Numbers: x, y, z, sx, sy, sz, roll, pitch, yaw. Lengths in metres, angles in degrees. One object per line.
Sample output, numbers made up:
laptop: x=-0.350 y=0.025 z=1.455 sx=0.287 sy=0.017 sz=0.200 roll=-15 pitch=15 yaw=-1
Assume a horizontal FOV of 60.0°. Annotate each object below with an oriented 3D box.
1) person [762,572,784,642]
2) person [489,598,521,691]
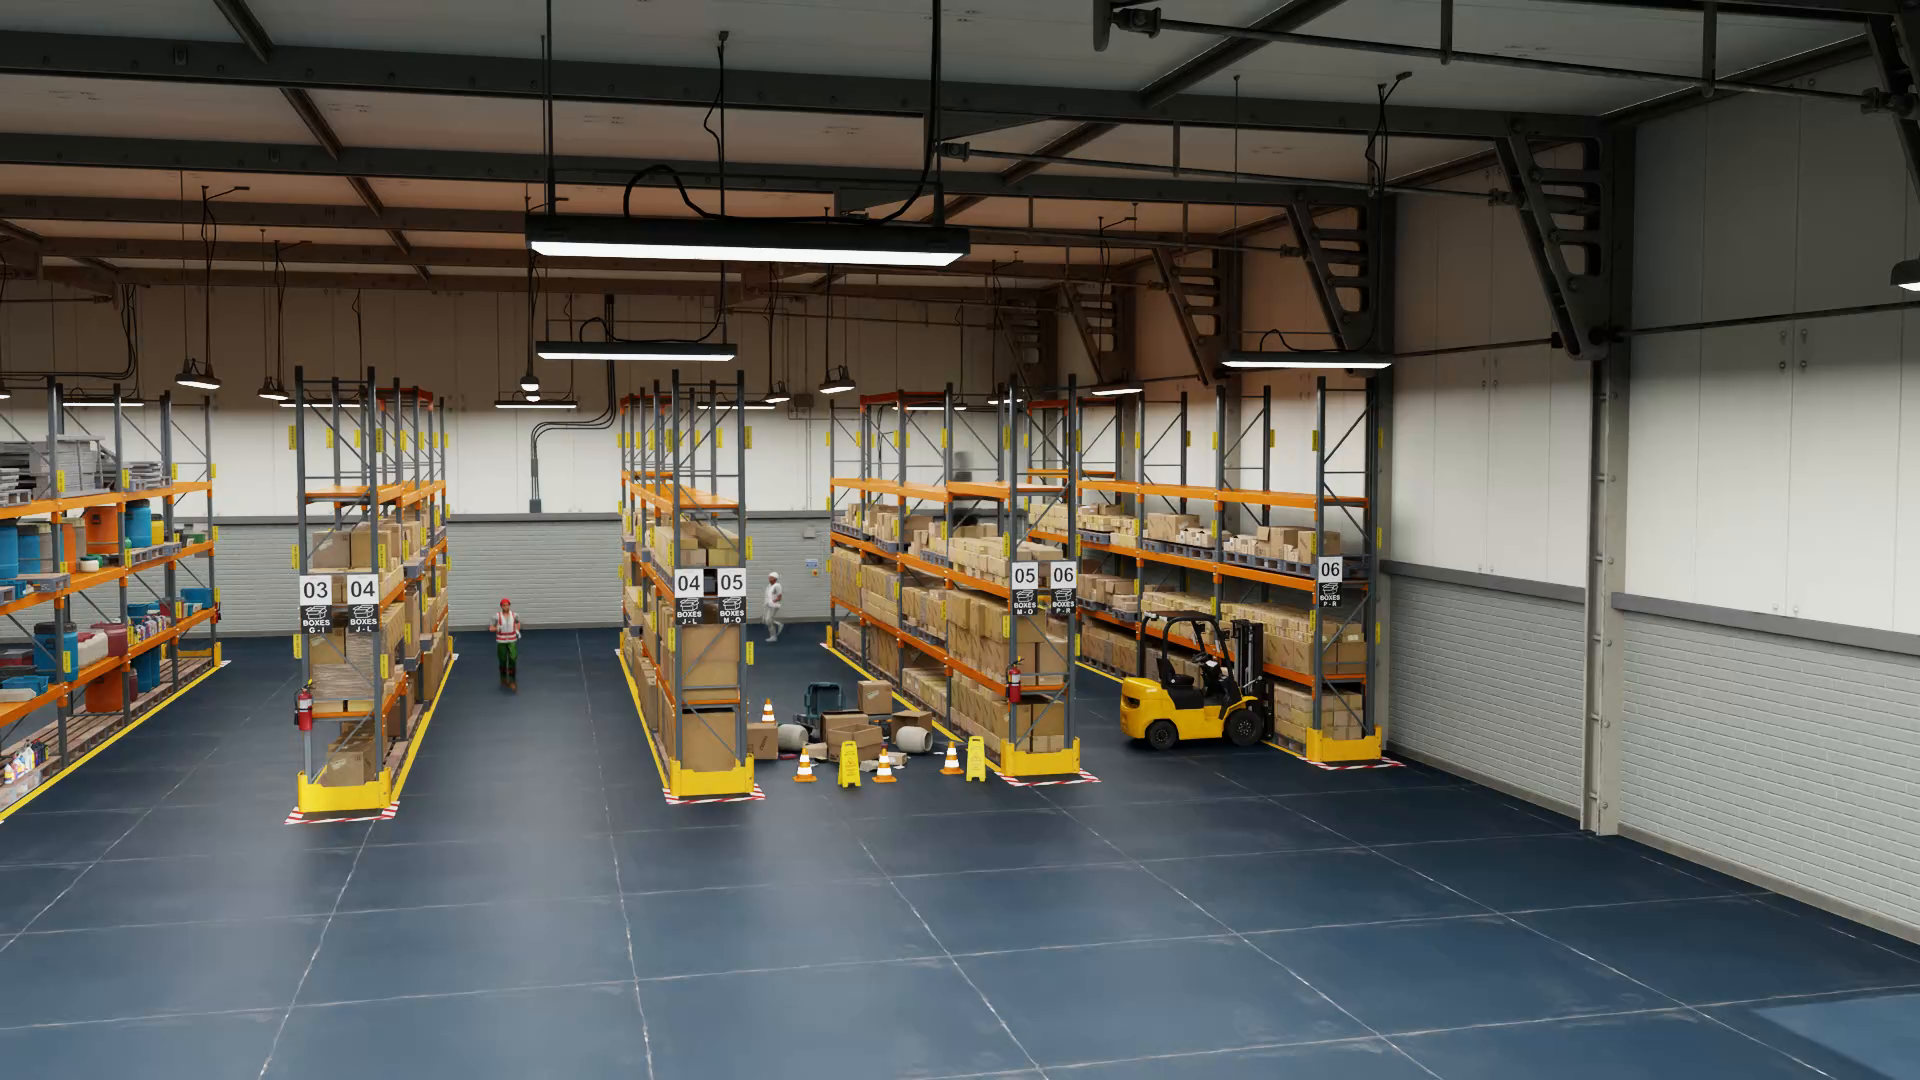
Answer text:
person: x=-4.643 y=1.665 z=41.450 sx=0.601 sy=1.733 sz=0.686 roll=-2 pitch=4 yaw=-27
person: x=-9.157 y=2.089 z=33.544 sx=0.642 sy=1.828 sz=0.850 roll=-1 pitch=4 yaw=-21
